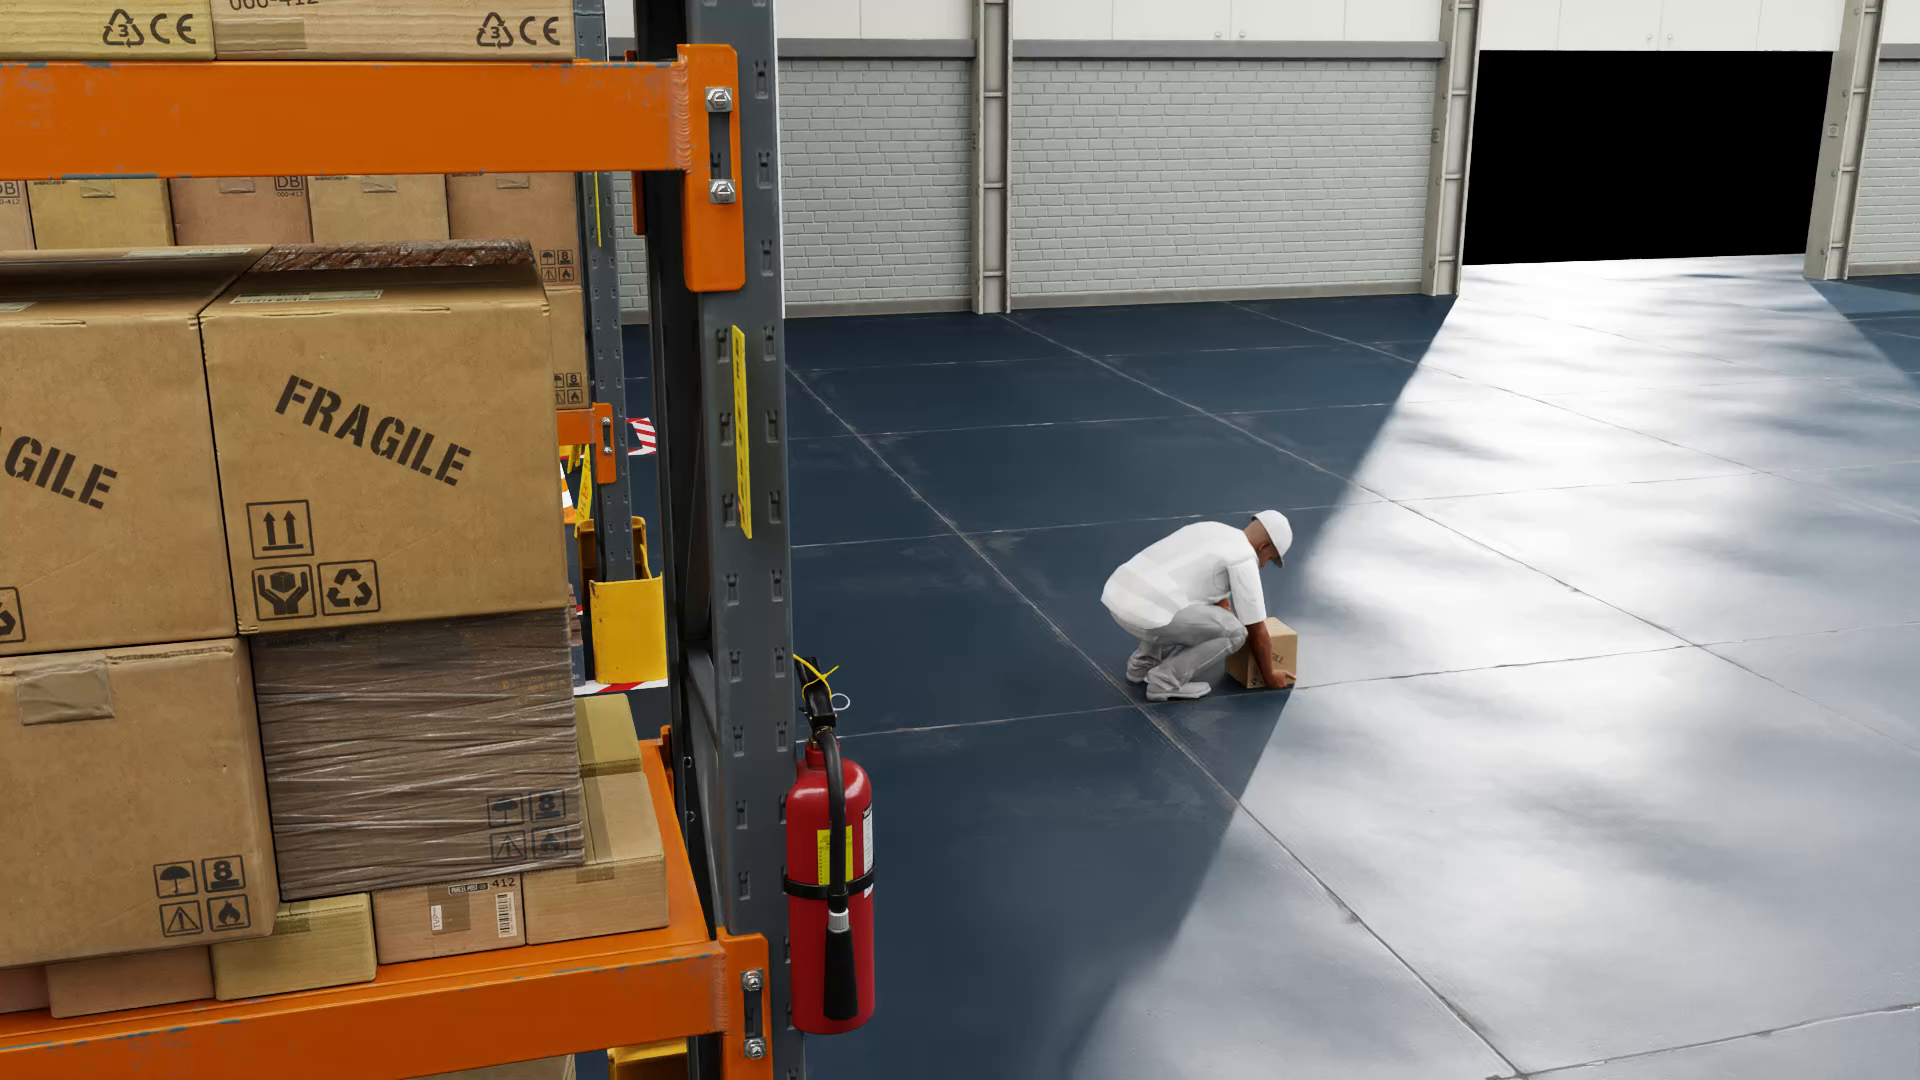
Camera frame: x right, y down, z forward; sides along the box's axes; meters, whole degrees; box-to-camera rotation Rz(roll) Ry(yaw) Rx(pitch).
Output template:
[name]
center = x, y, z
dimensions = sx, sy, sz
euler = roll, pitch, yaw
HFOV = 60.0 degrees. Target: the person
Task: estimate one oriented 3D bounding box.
[person]
center = 1.117, 0.328, 7.762
dimensions = 0.931, 0.893, 0.541
euler = -5, 17, -16
